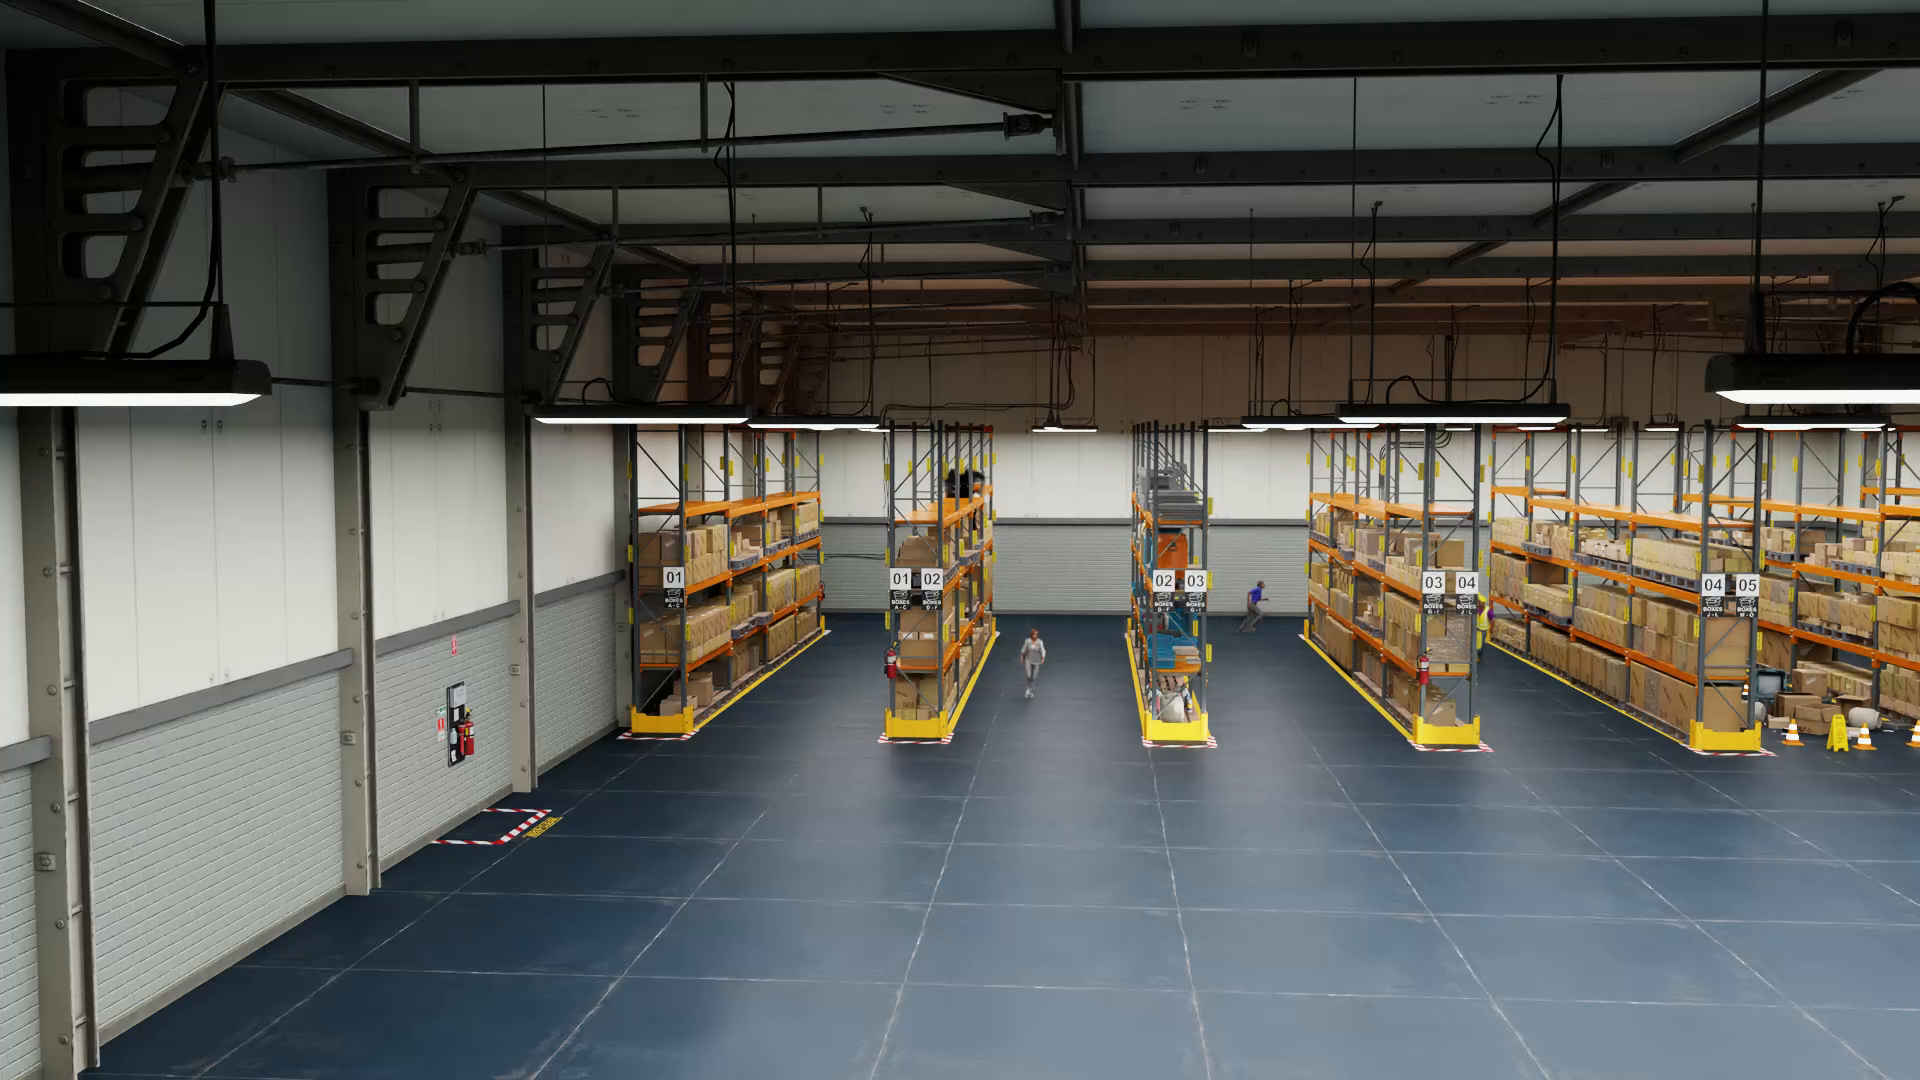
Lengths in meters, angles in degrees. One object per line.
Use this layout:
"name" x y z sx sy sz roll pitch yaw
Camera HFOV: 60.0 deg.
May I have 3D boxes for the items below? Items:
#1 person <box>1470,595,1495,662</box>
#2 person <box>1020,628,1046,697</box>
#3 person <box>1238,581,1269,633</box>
"person" 12.989 2.226 41.555 0.708 1.710 0.691 1 4 22
"person" 1.588 2.665 35.928 0.520 1.536 0.775 0 4 -3
"person" 8.485 1.926 48.017 0.896 1.517 0.595 1 4 13
